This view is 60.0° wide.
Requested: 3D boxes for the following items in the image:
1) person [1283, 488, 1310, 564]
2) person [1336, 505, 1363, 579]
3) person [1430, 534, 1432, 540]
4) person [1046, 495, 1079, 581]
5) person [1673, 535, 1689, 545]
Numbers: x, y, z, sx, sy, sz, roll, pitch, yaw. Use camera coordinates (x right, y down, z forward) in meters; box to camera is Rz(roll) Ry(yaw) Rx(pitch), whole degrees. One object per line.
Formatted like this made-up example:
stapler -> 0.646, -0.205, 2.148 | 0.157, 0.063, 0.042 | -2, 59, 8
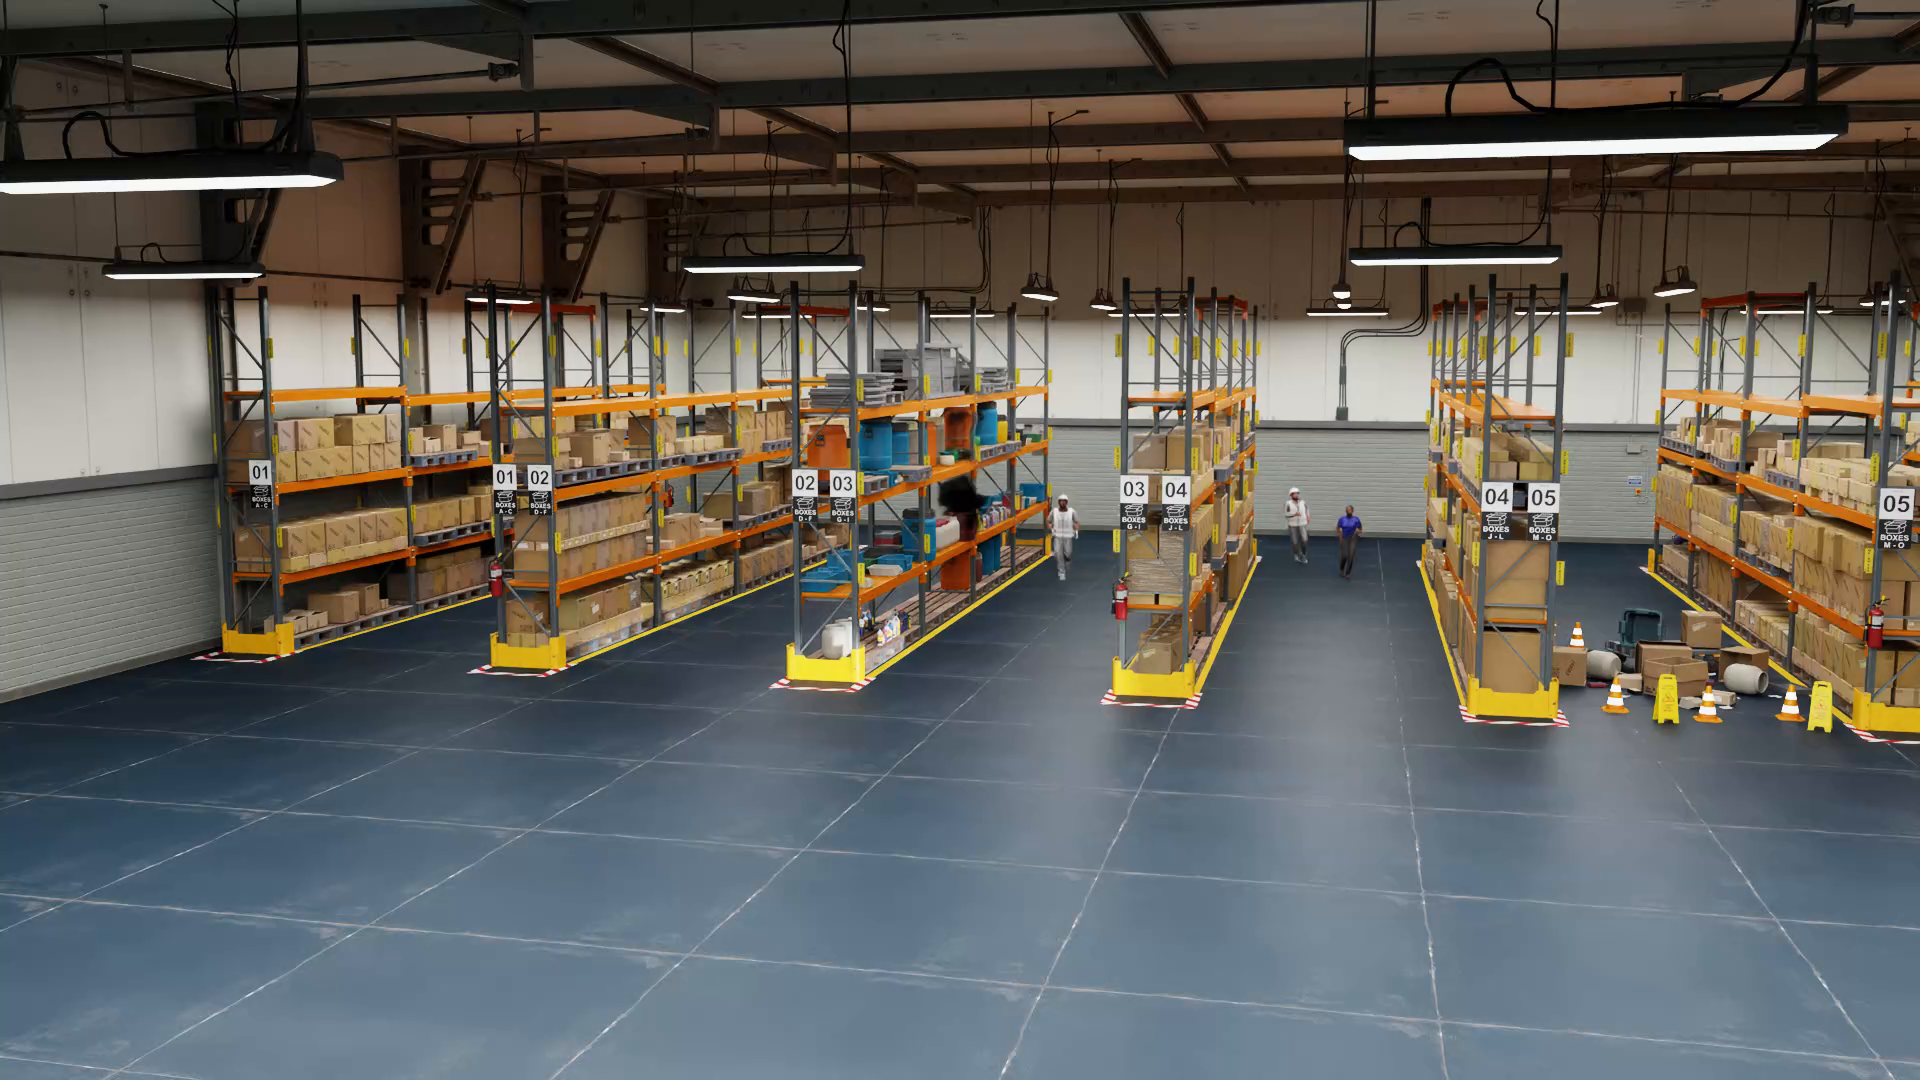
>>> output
person -> 7.878, -0.321, 38.948 | 0.646, 1.808, 0.662 | 0, 7, 4
person -> 8.445, 0.061, 36.083 | 0.560, 1.608, 0.574 | 1, 7, 12
person -> 11.506, -0.384, 39.694 | 0.683, 1.684, 0.546 | -3, 7, -27
person -> 2.106, -0.063, 34.115 | 0.683, 1.750, 0.616 | 0, 7, 4
person -> 16.748, -0.186, 38.319 | 0.677, 1.671, 0.605 | 6, 9, 42
